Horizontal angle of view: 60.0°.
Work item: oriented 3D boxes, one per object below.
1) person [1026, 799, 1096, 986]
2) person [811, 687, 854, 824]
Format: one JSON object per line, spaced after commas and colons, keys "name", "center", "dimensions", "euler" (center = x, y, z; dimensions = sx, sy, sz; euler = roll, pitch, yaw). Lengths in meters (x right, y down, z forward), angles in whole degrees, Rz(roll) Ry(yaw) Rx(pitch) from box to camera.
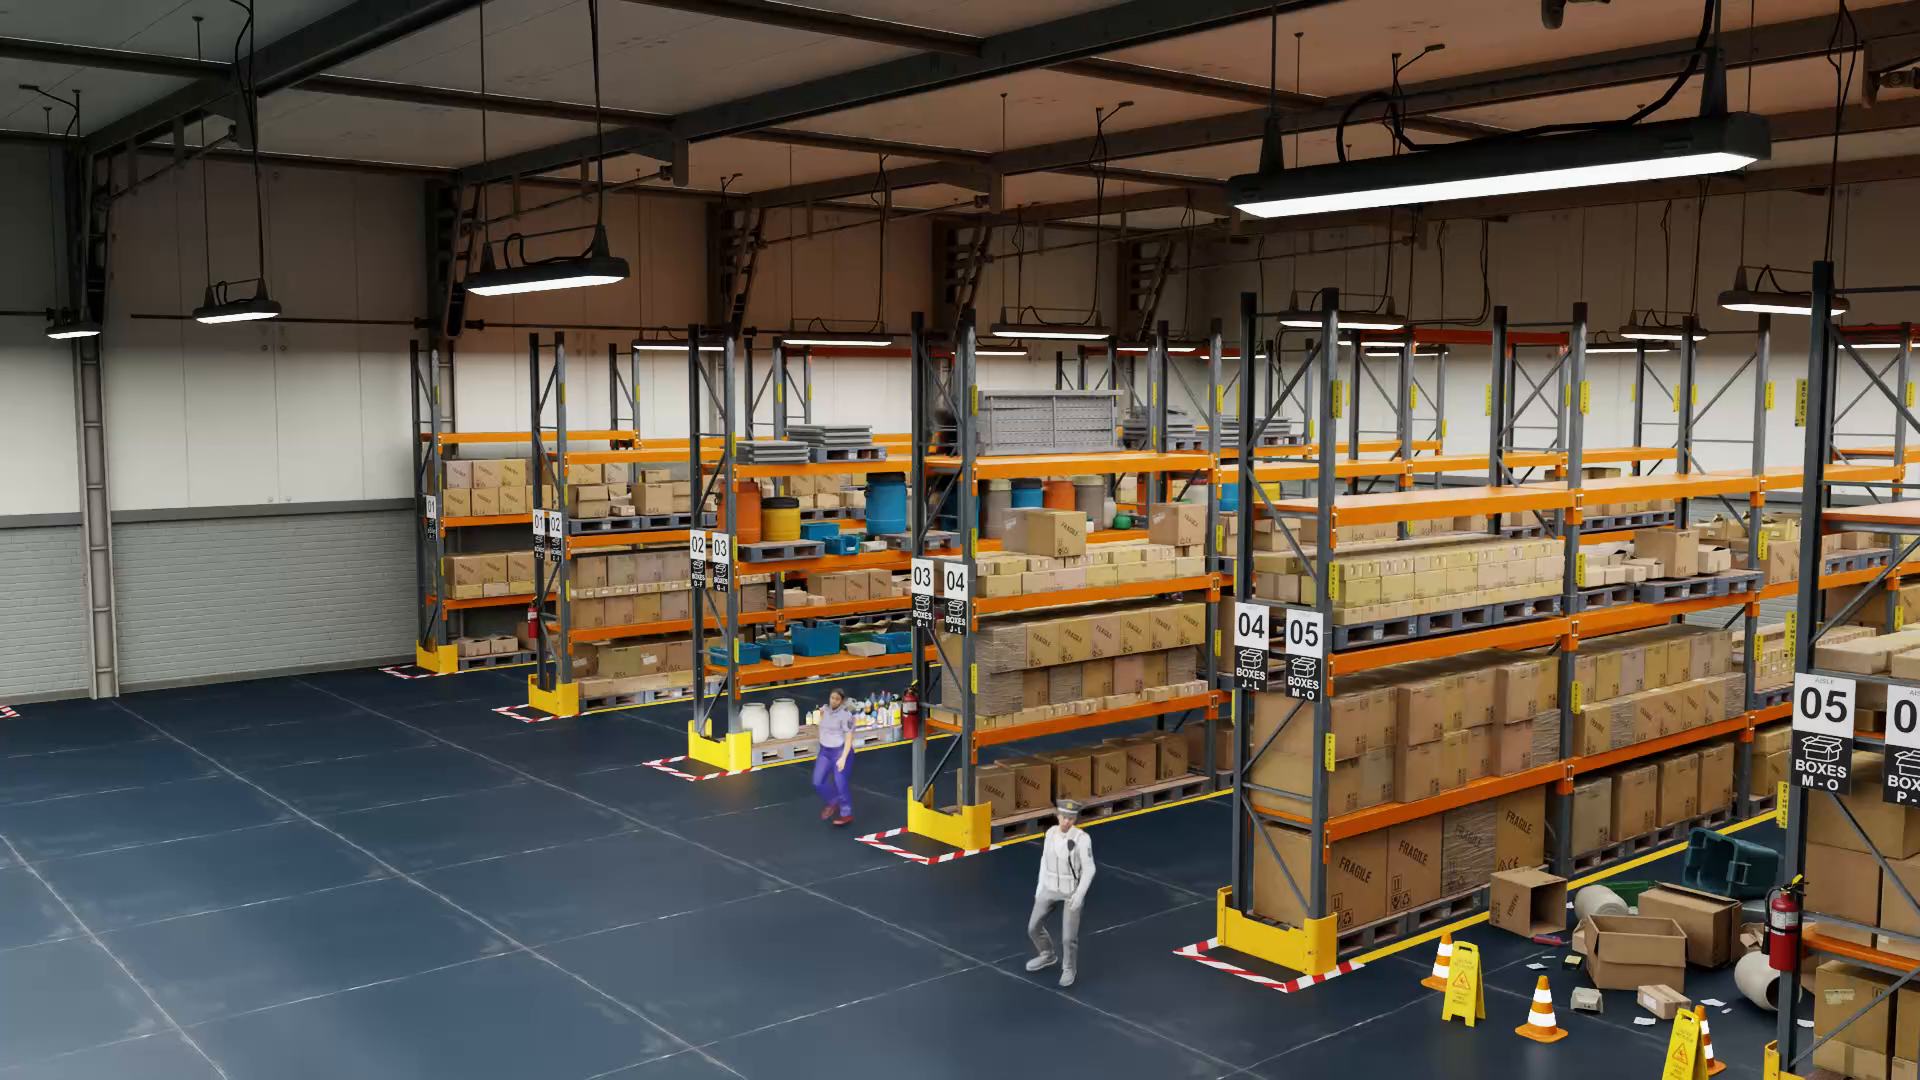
{"name": "person", "center": [0.832, 3.036, 14.310], "dimensions": [0.712, 1.663, 0.554], "euler": [3, 6, 27]}
{"name": "person", "center": [-1.462, 2.535, 19.550], "dimensions": [0.558, 1.634, 0.462], "euler": [4, 7, 36]}
